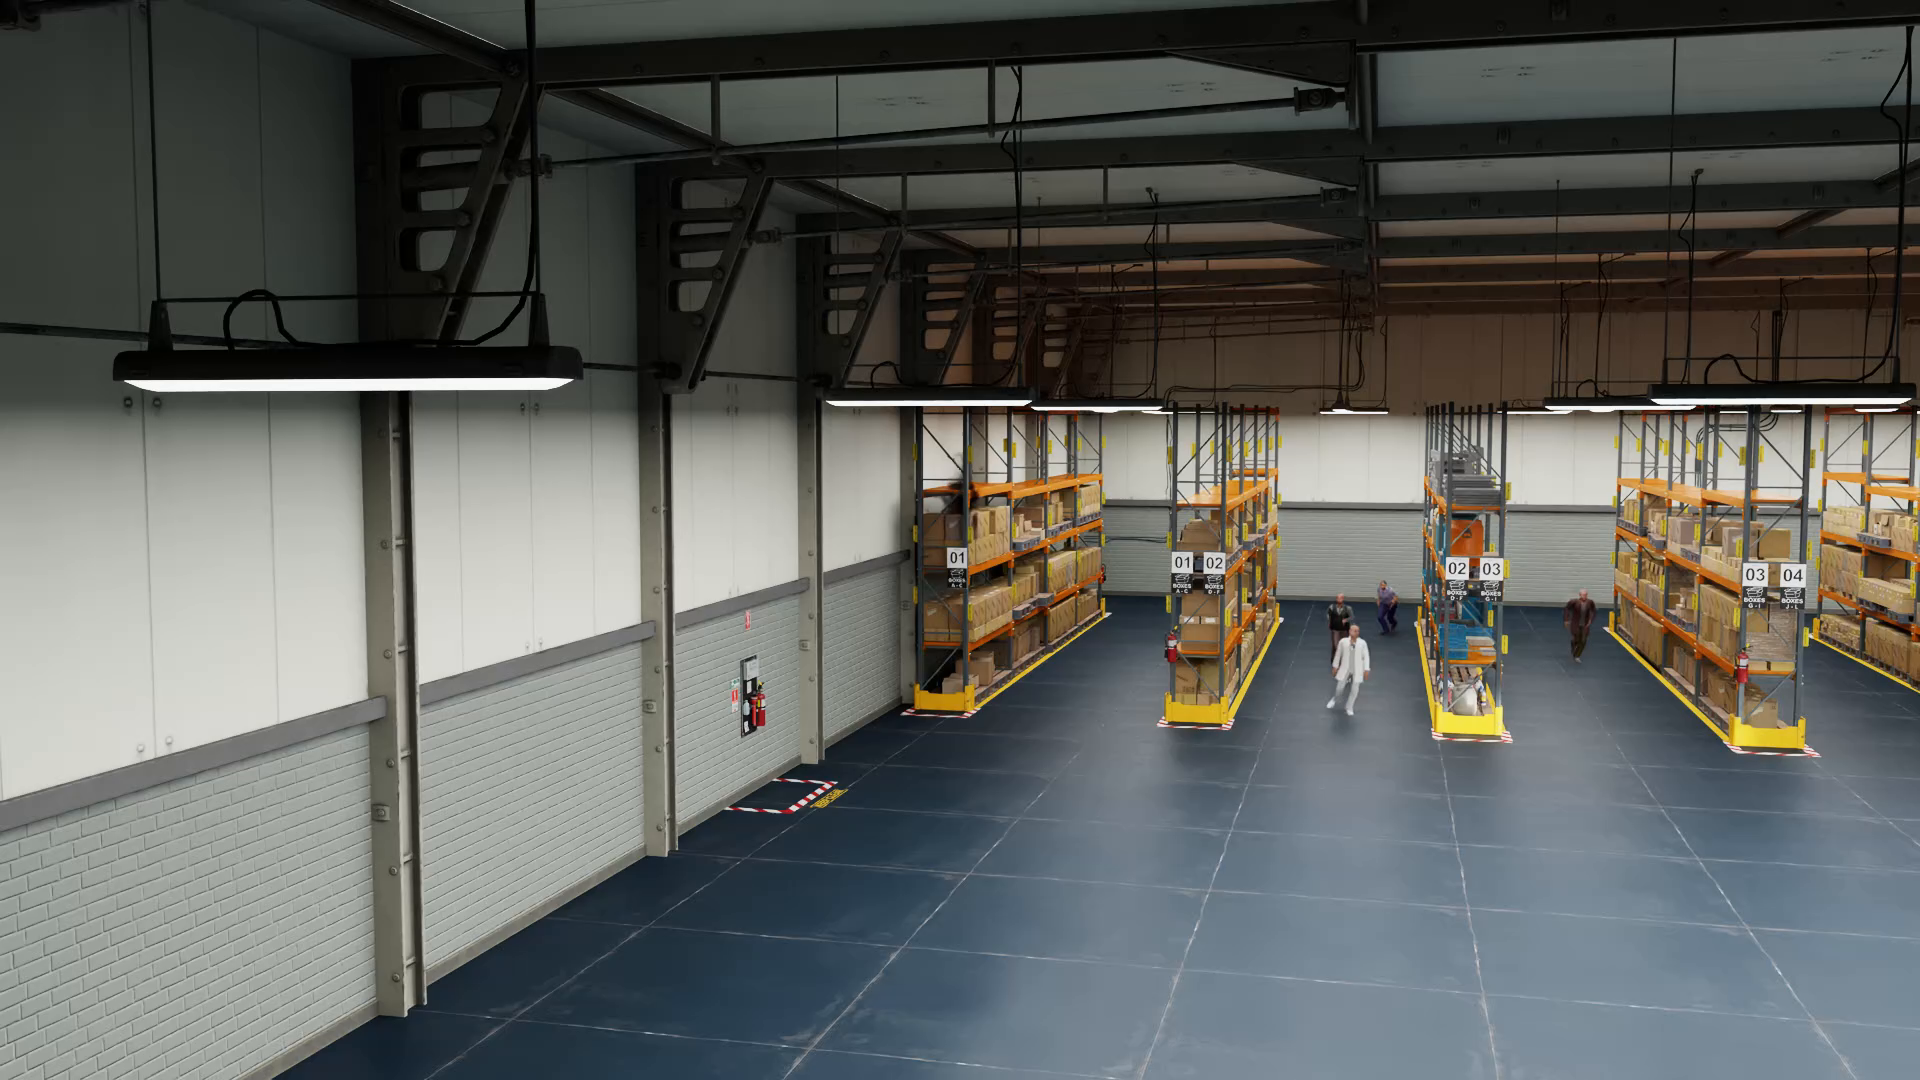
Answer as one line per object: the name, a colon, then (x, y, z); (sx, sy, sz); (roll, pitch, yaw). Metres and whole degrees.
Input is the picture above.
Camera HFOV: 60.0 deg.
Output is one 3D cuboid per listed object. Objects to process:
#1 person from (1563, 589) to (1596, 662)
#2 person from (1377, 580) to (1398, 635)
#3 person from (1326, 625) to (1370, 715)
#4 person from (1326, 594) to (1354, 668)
person: (14.537, 1.992, 39.028); (0.701, 1.712, 0.715); (0, 4, -2)
person: (11.343, 1.756, 43.923); (0.604, 1.466, 1.002); (4, 5, 40)
person: (7.465, 2.484, 31.967); (0.813, 1.732, 0.613); (1, 4, 13)
person: (8.646, 2.071, 37.830); (0.624, 1.709, 0.680); (1, 4, 9)
